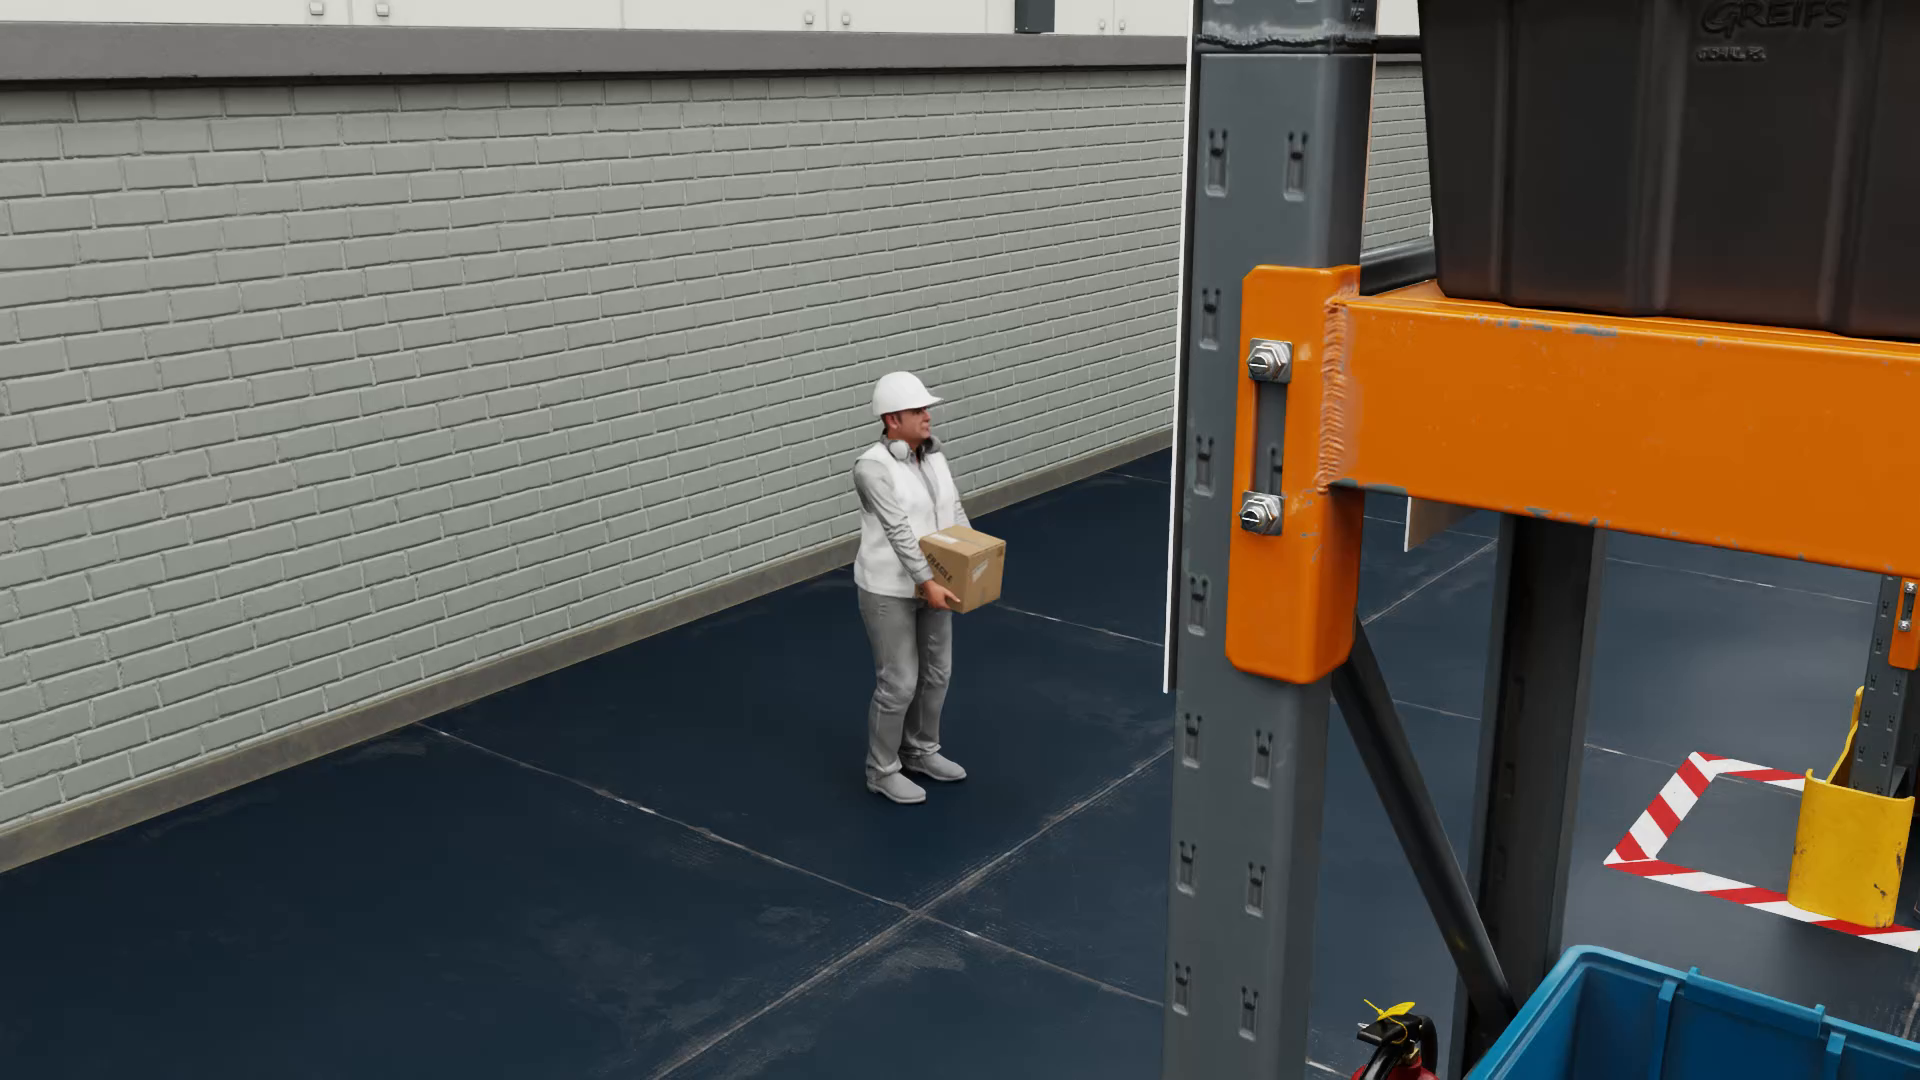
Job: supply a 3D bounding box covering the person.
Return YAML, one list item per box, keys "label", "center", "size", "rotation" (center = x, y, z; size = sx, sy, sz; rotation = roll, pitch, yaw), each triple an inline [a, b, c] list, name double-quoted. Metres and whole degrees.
- label: "person"
  center: [-0.131, 0.201, 6.819]
  size: [0.549, 1.770, 0.495]
  rotation: [12, 20, 35]
